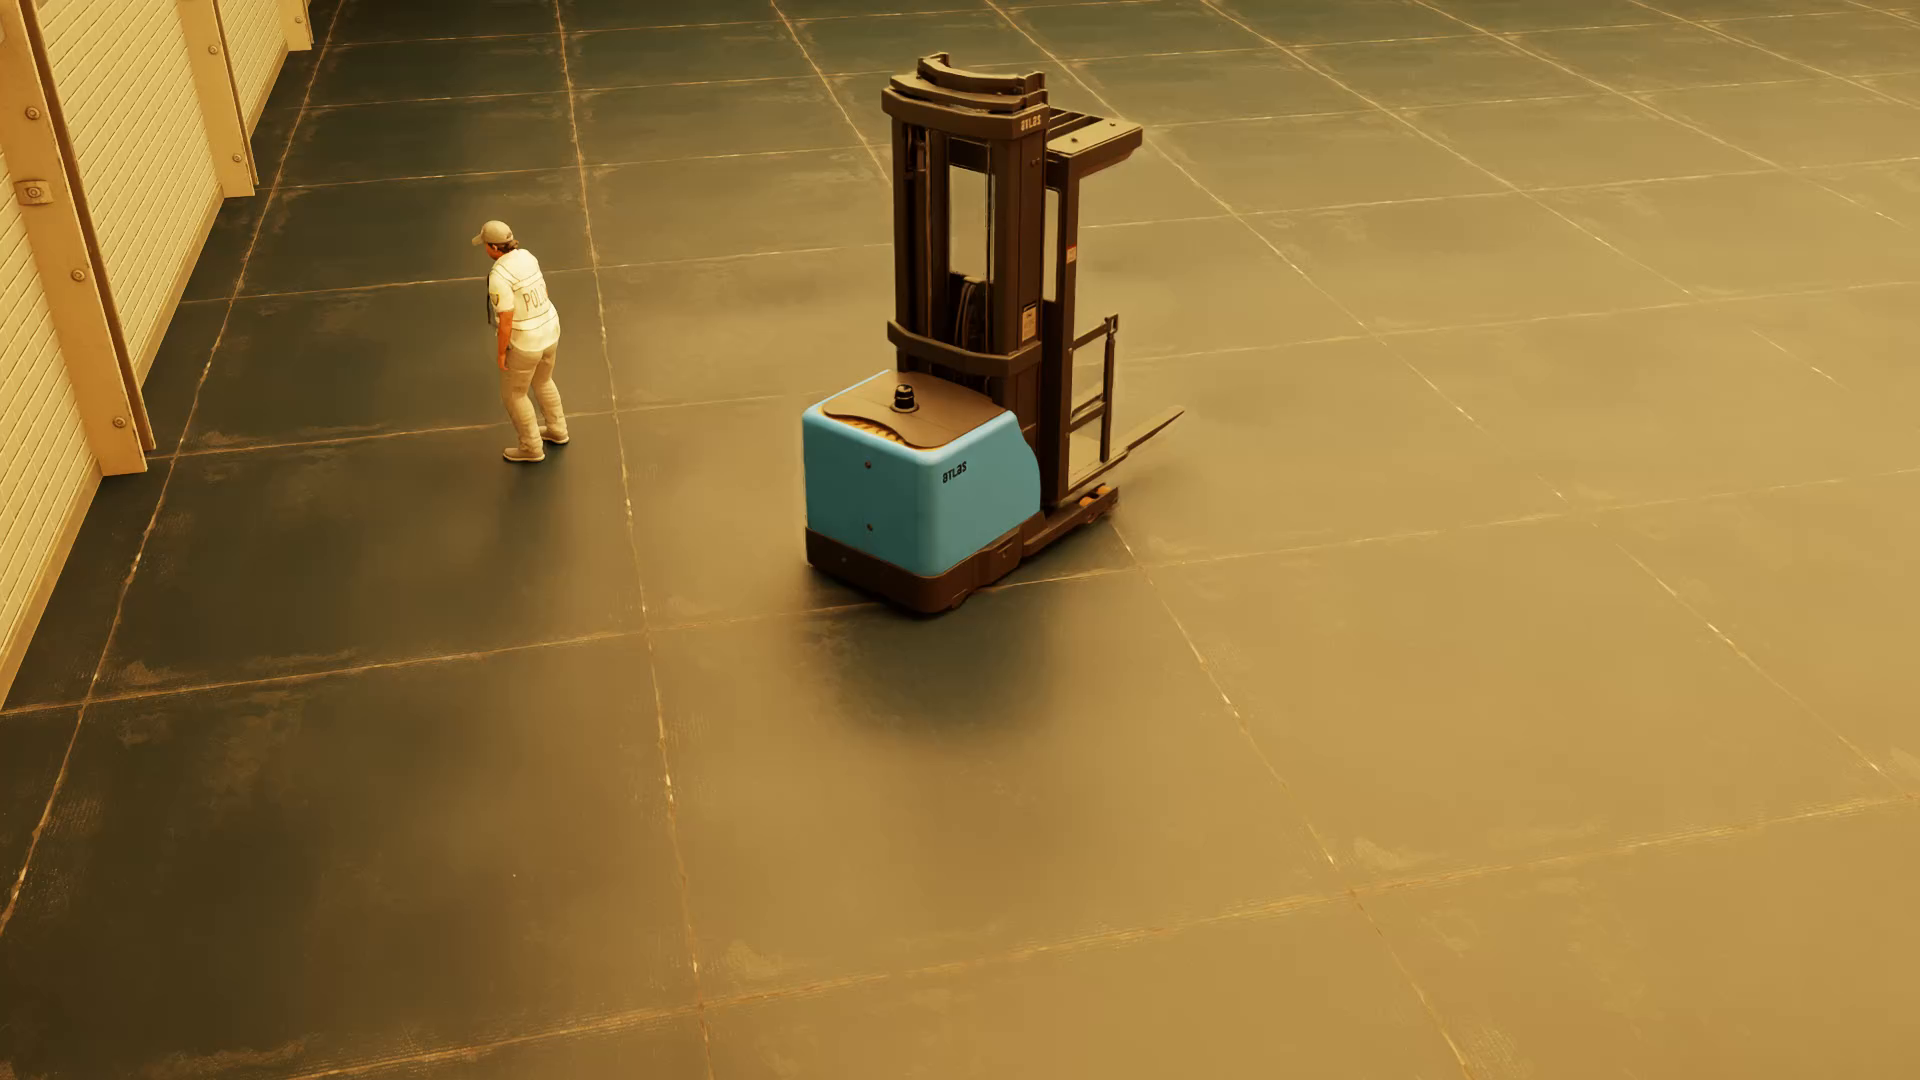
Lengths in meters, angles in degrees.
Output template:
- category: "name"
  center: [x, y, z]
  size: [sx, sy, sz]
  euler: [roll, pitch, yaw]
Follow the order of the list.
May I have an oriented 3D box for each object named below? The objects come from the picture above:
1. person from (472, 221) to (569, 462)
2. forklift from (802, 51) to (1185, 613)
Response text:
- category: "person"
  center: [-2.938, -1.345, 11.164]
  size: [0.467, 1.665, 0.557]
  euler: [11, 32, 18]
- category: "forklift"
  center: [0.374, -1.517, 10.194]
  size: [1.130, 2.935, 3.031]
  euler: [22, 37, 33]
